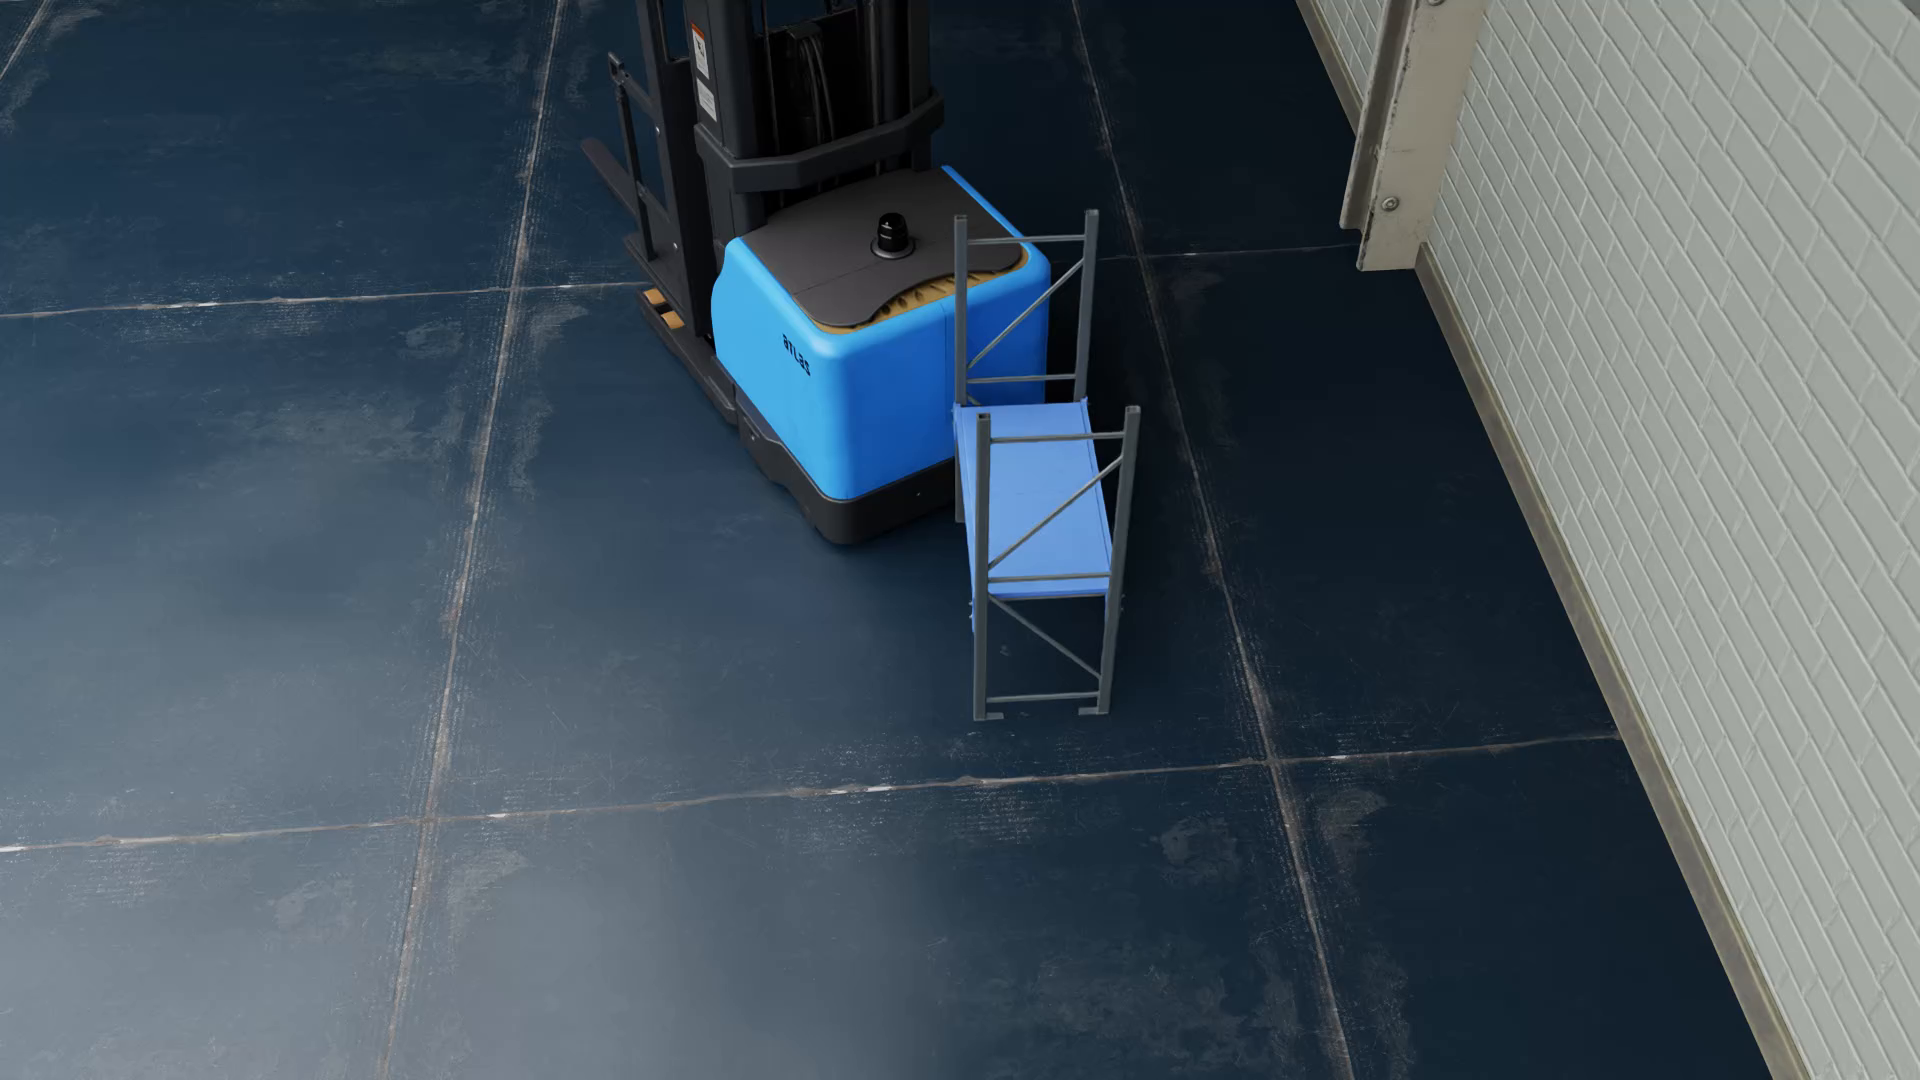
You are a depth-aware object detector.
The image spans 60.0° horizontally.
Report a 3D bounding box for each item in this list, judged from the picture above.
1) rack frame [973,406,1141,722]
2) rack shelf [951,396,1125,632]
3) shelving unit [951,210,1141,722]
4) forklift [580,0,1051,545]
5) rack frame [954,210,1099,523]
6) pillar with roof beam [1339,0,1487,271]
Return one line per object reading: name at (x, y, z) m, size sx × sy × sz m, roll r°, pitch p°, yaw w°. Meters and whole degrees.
rack frame at (0.300, 0.129, 5.595) m, size 0.500 × 1.500 × 0.032 m, roll -3°, pitch 47°, yaw -3°
rack shelf at (0.266, -0.116, 6.074) m, size 0.538 × 0.185 × 1.000 m, roll -3°, pitch 47°, yaw -3°
shelving unit at (0.266, -0.239, 5.944) m, size 0.538 × 1.500 × 1.048 m, roll -3°, pitch 47°, yaw -3°
forklift at (-0.833, -2.047, 6.670) m, size 1.130 × 2.935 × 3.031 m, roll -24°, pitch 51°, yaw -21°
rack frame at (0.231, -0.608, 6.292) m, size 0.500 × 1.500 × 0.032 m, roll -3°, pitch 47°, yaw -3°
pillar with roof beam at (-2.242, -4.275, 4.601) m, size 9.100 × 9.000 × 0.400 m, roll -3°, pitch 47°, yaw -3°
